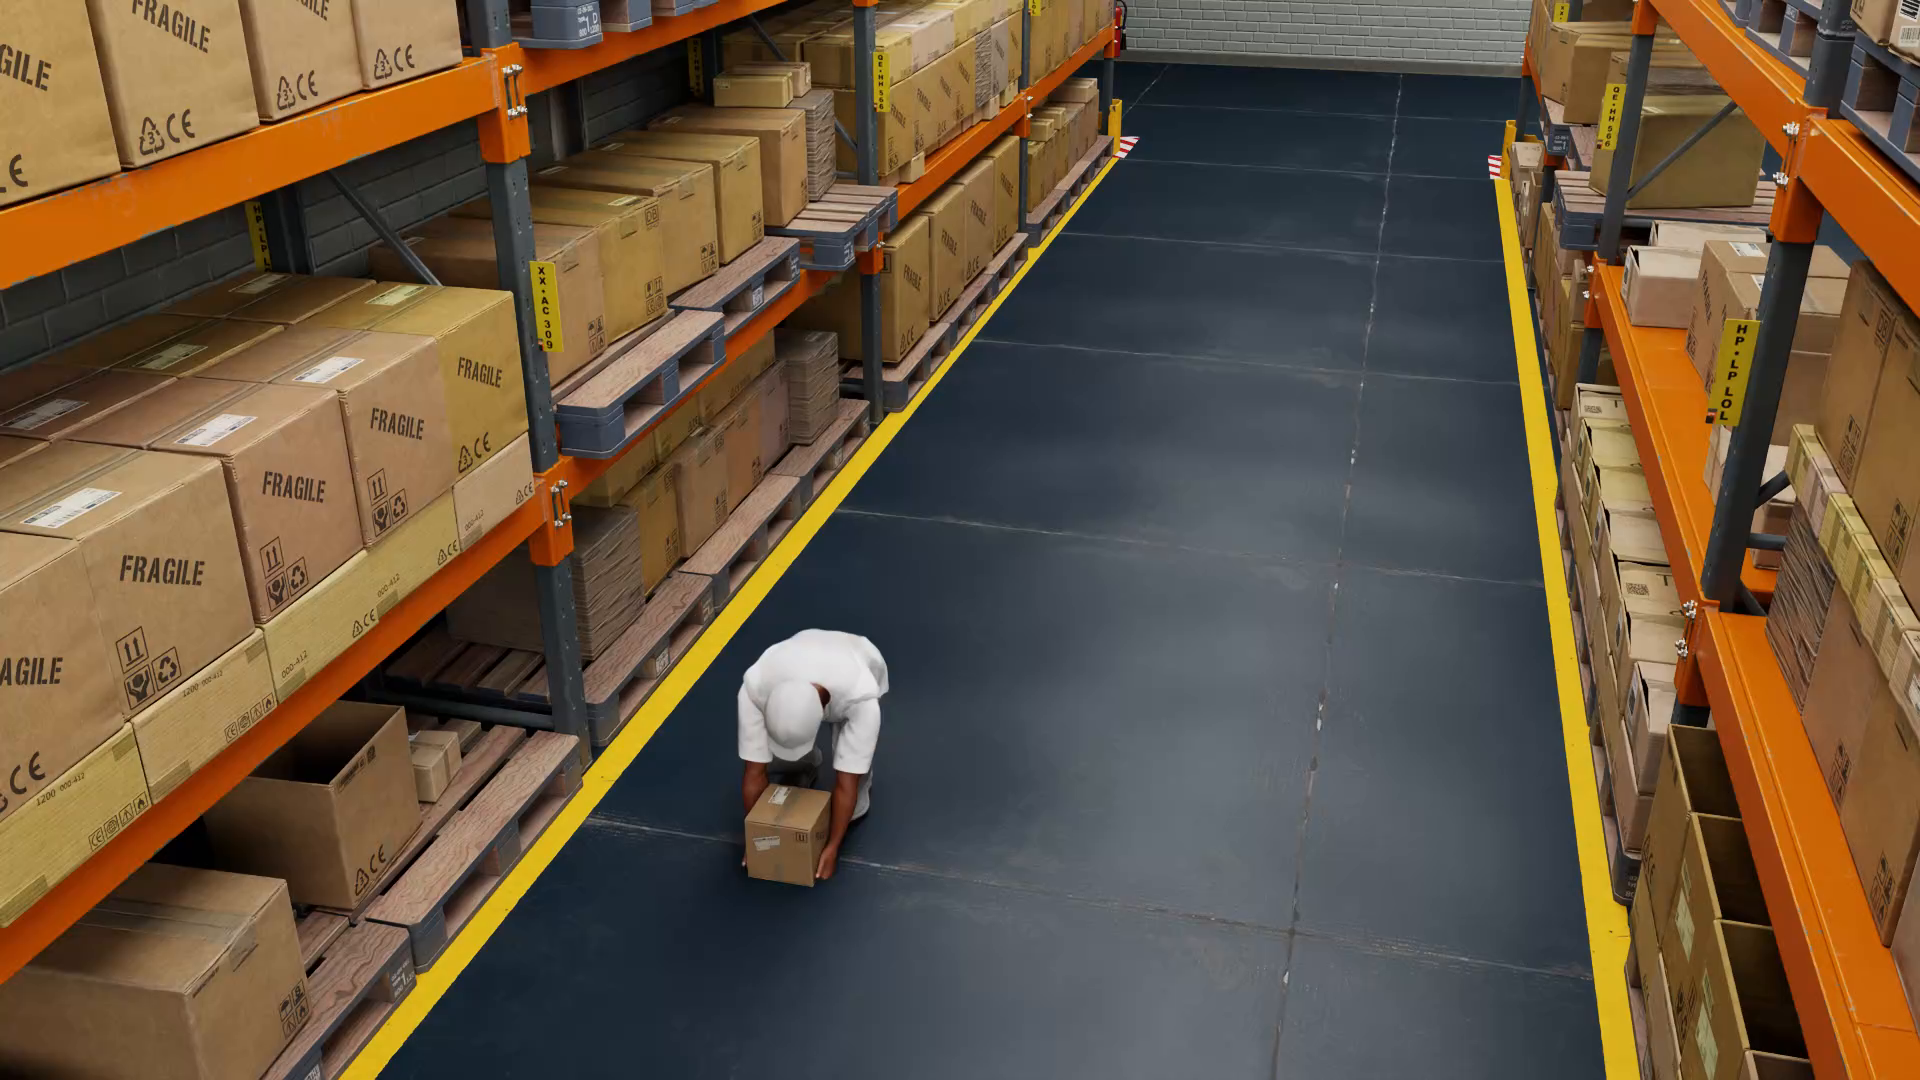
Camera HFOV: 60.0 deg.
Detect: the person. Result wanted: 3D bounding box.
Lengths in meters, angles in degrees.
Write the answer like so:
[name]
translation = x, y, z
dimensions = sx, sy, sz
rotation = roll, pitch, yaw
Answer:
[person]
translation = -0.526, 0.738, 6.234
dimensions = 0.540, 0.877, 0.938
rotation = 6, 26, 12
